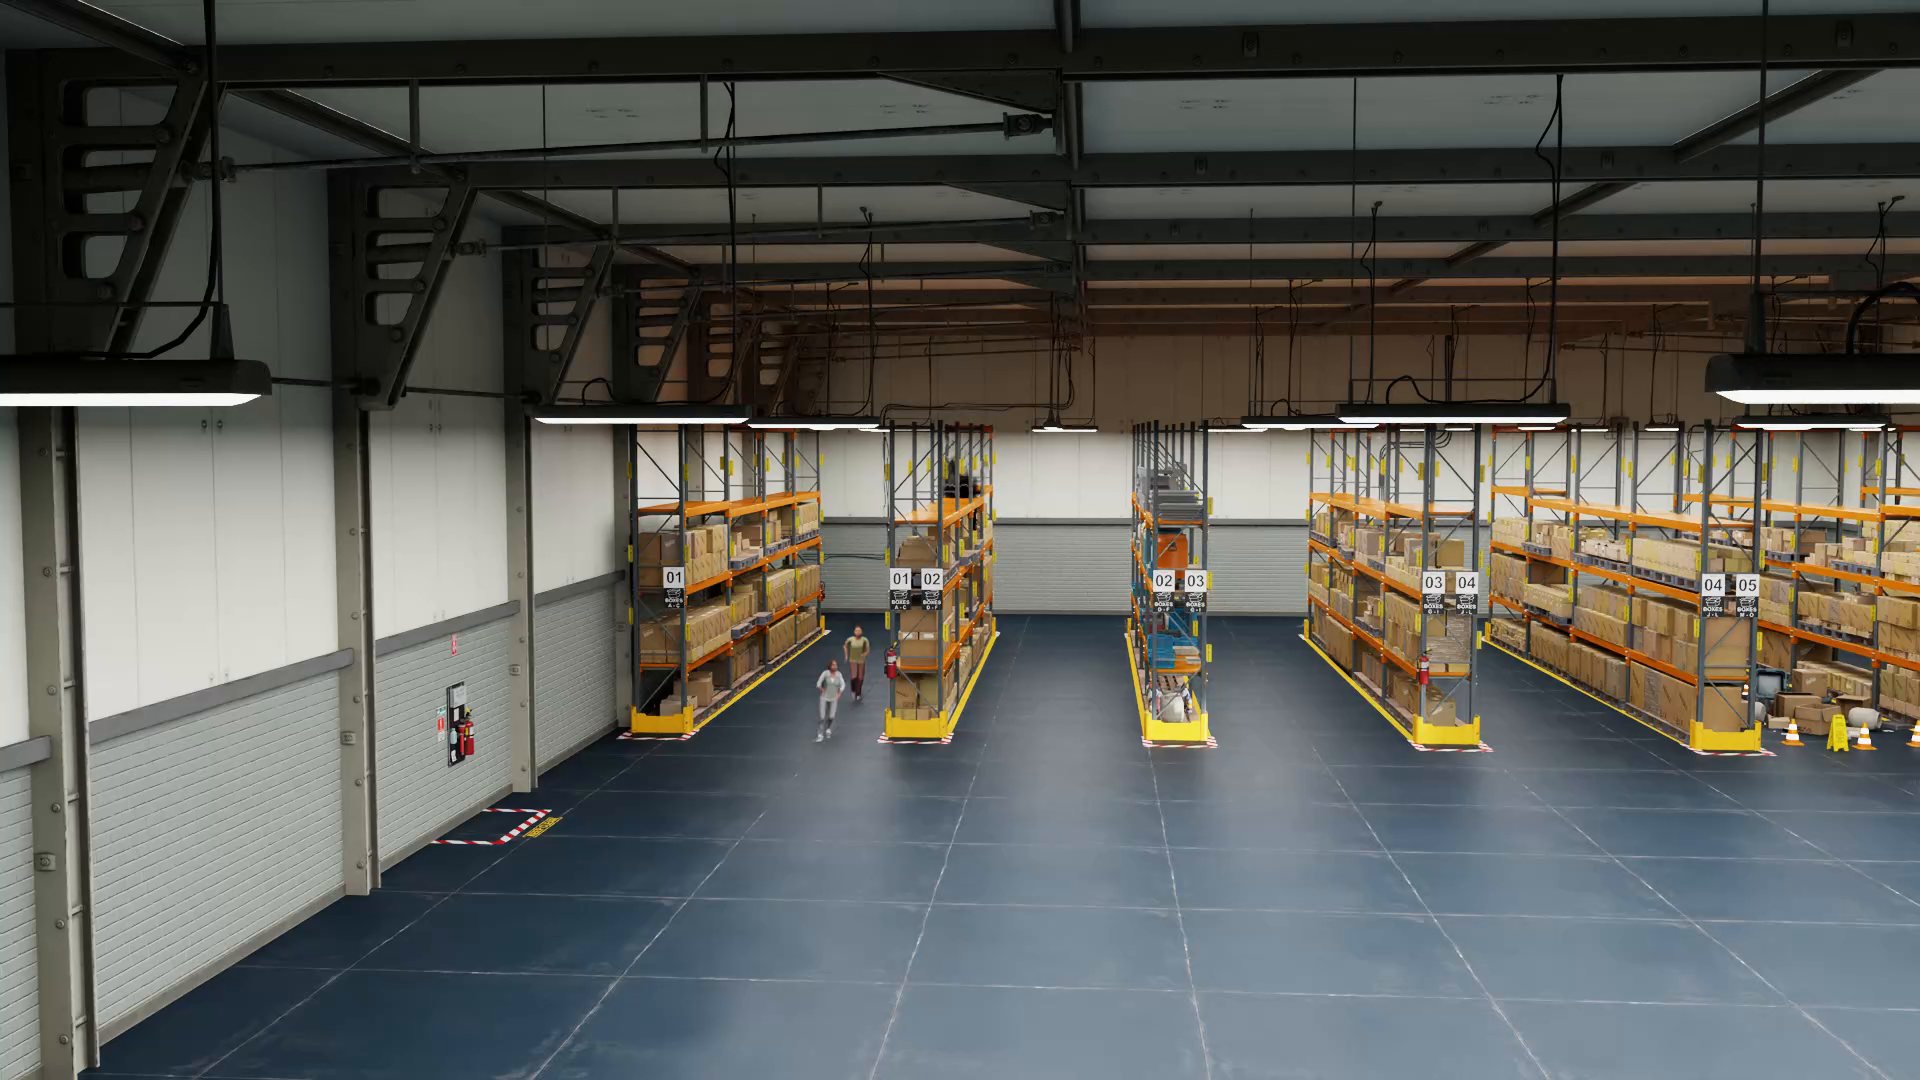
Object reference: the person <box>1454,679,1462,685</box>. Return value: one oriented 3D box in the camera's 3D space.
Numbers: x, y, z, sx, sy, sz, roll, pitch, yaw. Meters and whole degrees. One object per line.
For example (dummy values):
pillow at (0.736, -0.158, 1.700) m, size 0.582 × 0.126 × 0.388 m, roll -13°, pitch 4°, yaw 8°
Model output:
person at (11.401, 2.399, 38.501) m, size 0.725 × 1.799 × 0.859 m, roll 0°, pitch 4°, yaw -1°

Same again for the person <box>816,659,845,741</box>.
person at (-2.414, 2.993, 31.060) m, size 0.542 × 1.534 × 0.497 m, roll 0°, pitch 4°, yaw -5°

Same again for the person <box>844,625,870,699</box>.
person at (-2.200, 2.635, 35.664) m, size 0.551 × 1.626 × 0.688 m, roll -1°, pitch 4°, yaw -8°
